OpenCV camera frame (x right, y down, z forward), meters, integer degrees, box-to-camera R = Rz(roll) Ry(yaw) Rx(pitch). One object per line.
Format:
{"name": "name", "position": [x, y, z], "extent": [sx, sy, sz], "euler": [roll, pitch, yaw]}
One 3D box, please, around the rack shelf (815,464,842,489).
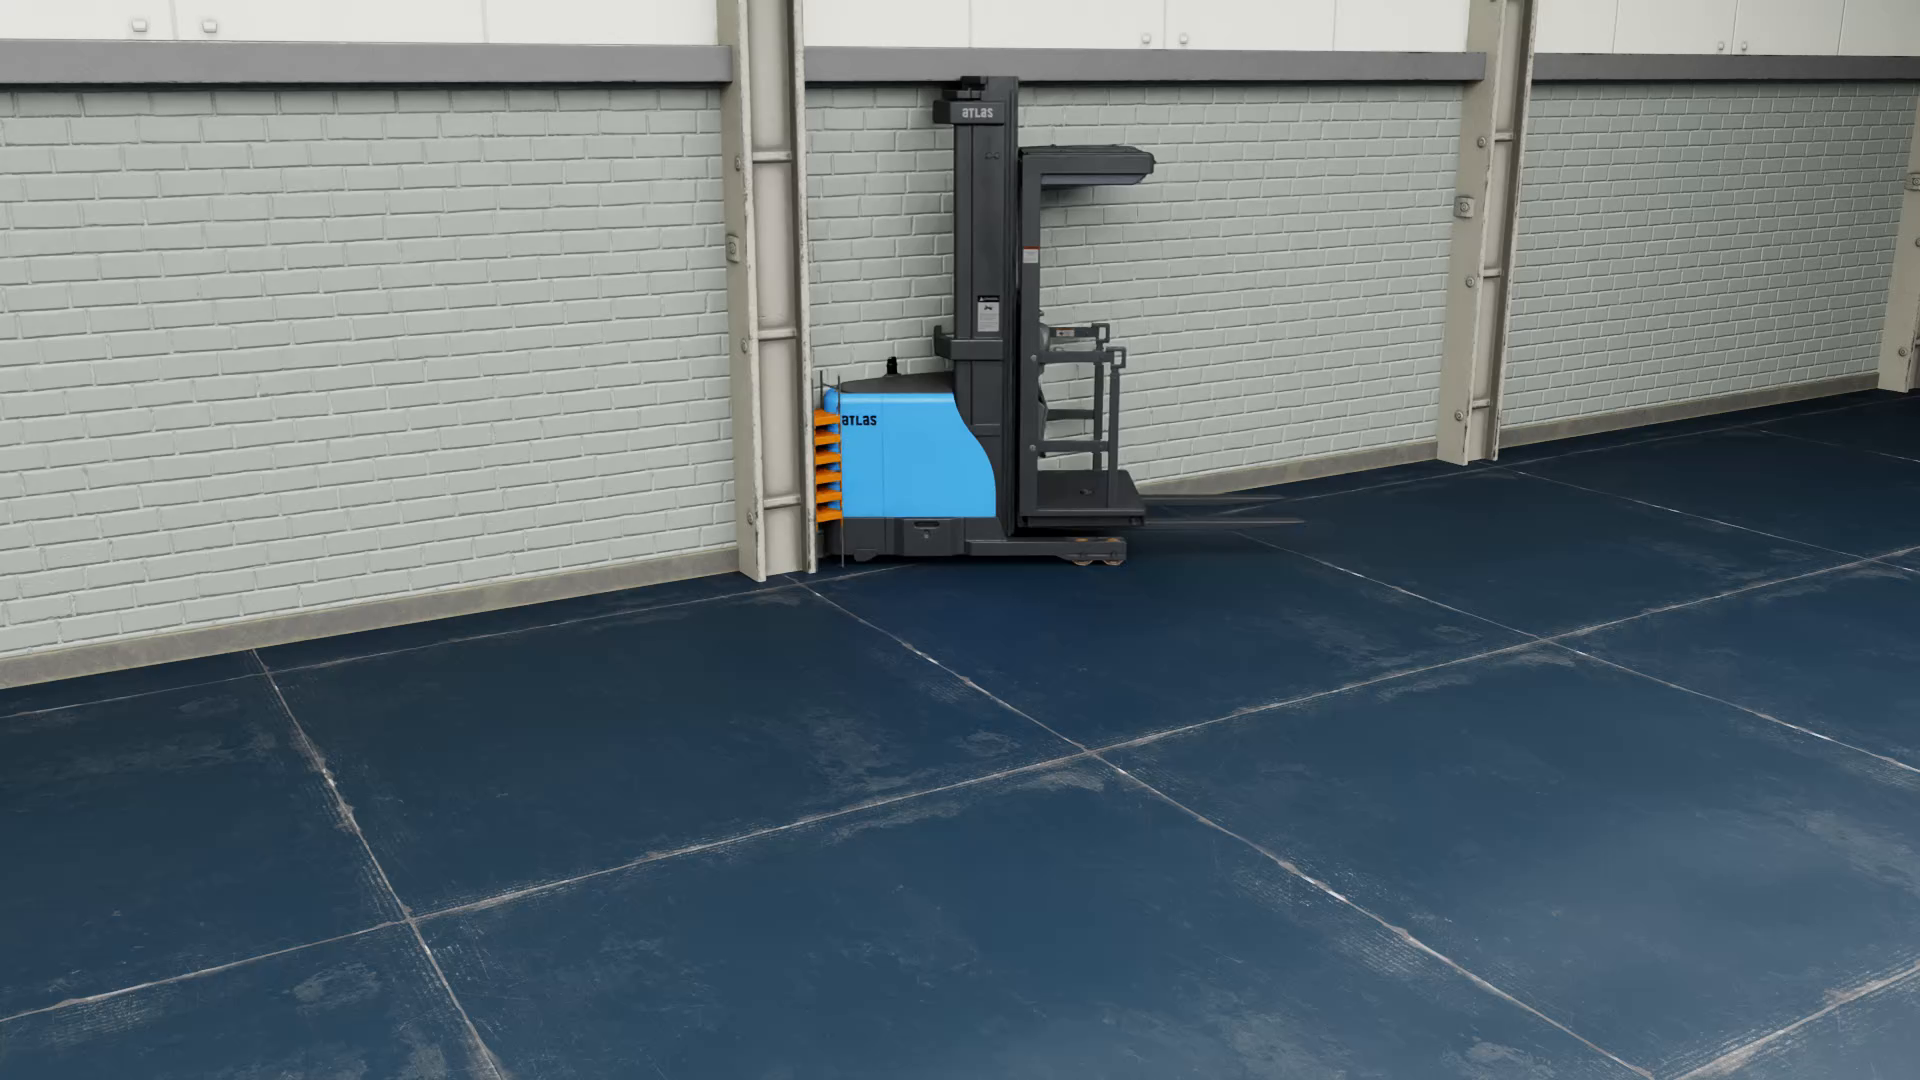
{"name": "rack shelf", "position": [-0.864, -0.379, 10.193], "extent": [0.180, 0.103, 0.258], "euler": [-10, 19, -32]}

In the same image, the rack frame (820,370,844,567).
{"name": "rack frame", "position": [-0.788, -0.435, 10.229], "extent": [0.006, 1.200, 0.240], "euler": [-10, 19, -32]}

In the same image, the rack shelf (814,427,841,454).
{"name": "rack shelf", "position": [-0.864, -0.609, 10.126], "extent": [0.180, 0.103, 0.258], "euler": [-10, 19, -32]}

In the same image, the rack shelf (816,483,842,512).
{"name": "rack shelf", "position": [-0.865, -0.263, 10.226], "extent": [0.180, 0.103, 0.258], "euler": [-10, 19, -32]}

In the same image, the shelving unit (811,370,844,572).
{"name": "shelving unit", "position": [-0.864, -0.421, 10.180], "extent": [0.189, 1.200, 0.258], "euler": [-10, 19, -32]}

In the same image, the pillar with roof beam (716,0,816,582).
{"name": "pillar with roof beam", "position": [1.091, -3.148, 5.467], "extent": [0.400, 9.000, 9.100], "euler": [-9, 18, -30]}

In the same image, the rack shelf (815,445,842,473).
{"name": "rack shelf", "position": [-0.864, -0.494, 10.159], "extent": [0.180, 0.103, 0.258], "euler": [-10, 19, -32]}

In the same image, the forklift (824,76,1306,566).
{"name": "forklift", "position": [0.667, -1.395, 10.455], "extent": [3.031, 2.935, 1.130], "euler": [0, 16, -1]}

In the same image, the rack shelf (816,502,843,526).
{"name": "rack shelf", "position": [-0.865, -0.148, 10.260], "extent": [0.180, 0.103, 0.258], "euler": [-10, 19, -32]}

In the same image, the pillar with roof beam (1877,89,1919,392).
{"name": "pillar with roof beam", "position": [11.377, -4.816, 11.418], "extent": [0.400, 9.000, 9.100], "euler": [-9, 18, -30]}

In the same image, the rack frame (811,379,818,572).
{"name": "rack frame", "position": [-0.941, -0.407, 10.132], "extent": [0.006, 1.200, 0.240], "euler": [-10, 19, -32]}

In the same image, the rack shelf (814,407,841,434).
{"name": "rack shelf", "position": [-0.864, -0.724, 10.092], "extent": [0.180, 0.103, 0.258], "euler": [-10, 19, -32]}

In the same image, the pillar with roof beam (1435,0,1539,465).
{"name": "pillar with roof beam", "position": [6.234, -3.982, 8.442], "extent": [0.400, 9.000, 9.100], "euler": [-9, 18, -30]}
